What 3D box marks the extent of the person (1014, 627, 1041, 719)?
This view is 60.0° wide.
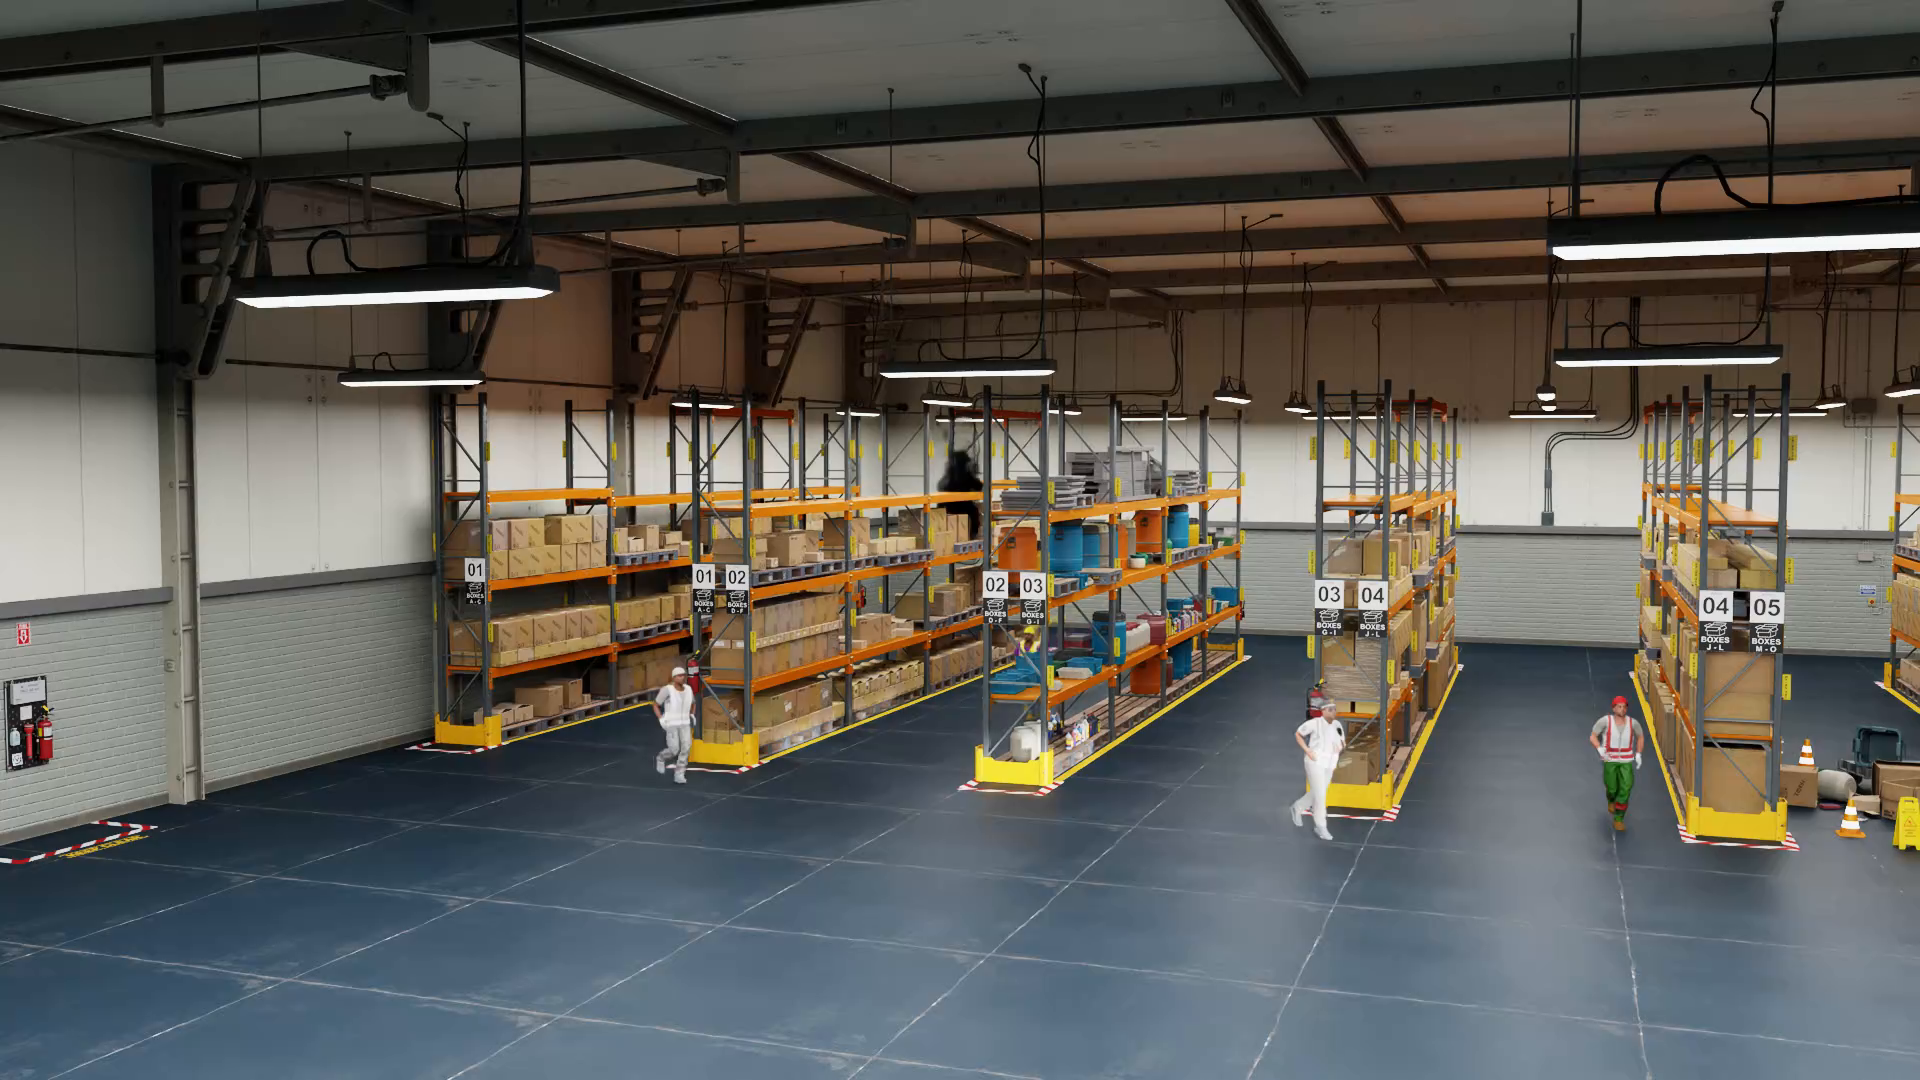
[{"bbox_3d":[1.295,2.485,31.013,0.710,1.730,0.573,1,3,19],"label":"person"}]

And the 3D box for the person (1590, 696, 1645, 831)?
[{"bbox_3d":[8.783,2.954,22.211,0.696,1.758,0.662,1,3,13],"label":"person"}]

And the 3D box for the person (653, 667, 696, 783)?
[{"bbox_3d":[-4.305,2.763,25.242,0.718,1.676,0.693,-3,4,-42],"label":"person"}]

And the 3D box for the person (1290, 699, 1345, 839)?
[{"bbox_3d":[4.777,2.973,21.941,0.689,1.797,0.917,-2,3,-28],"label":"person"}]
